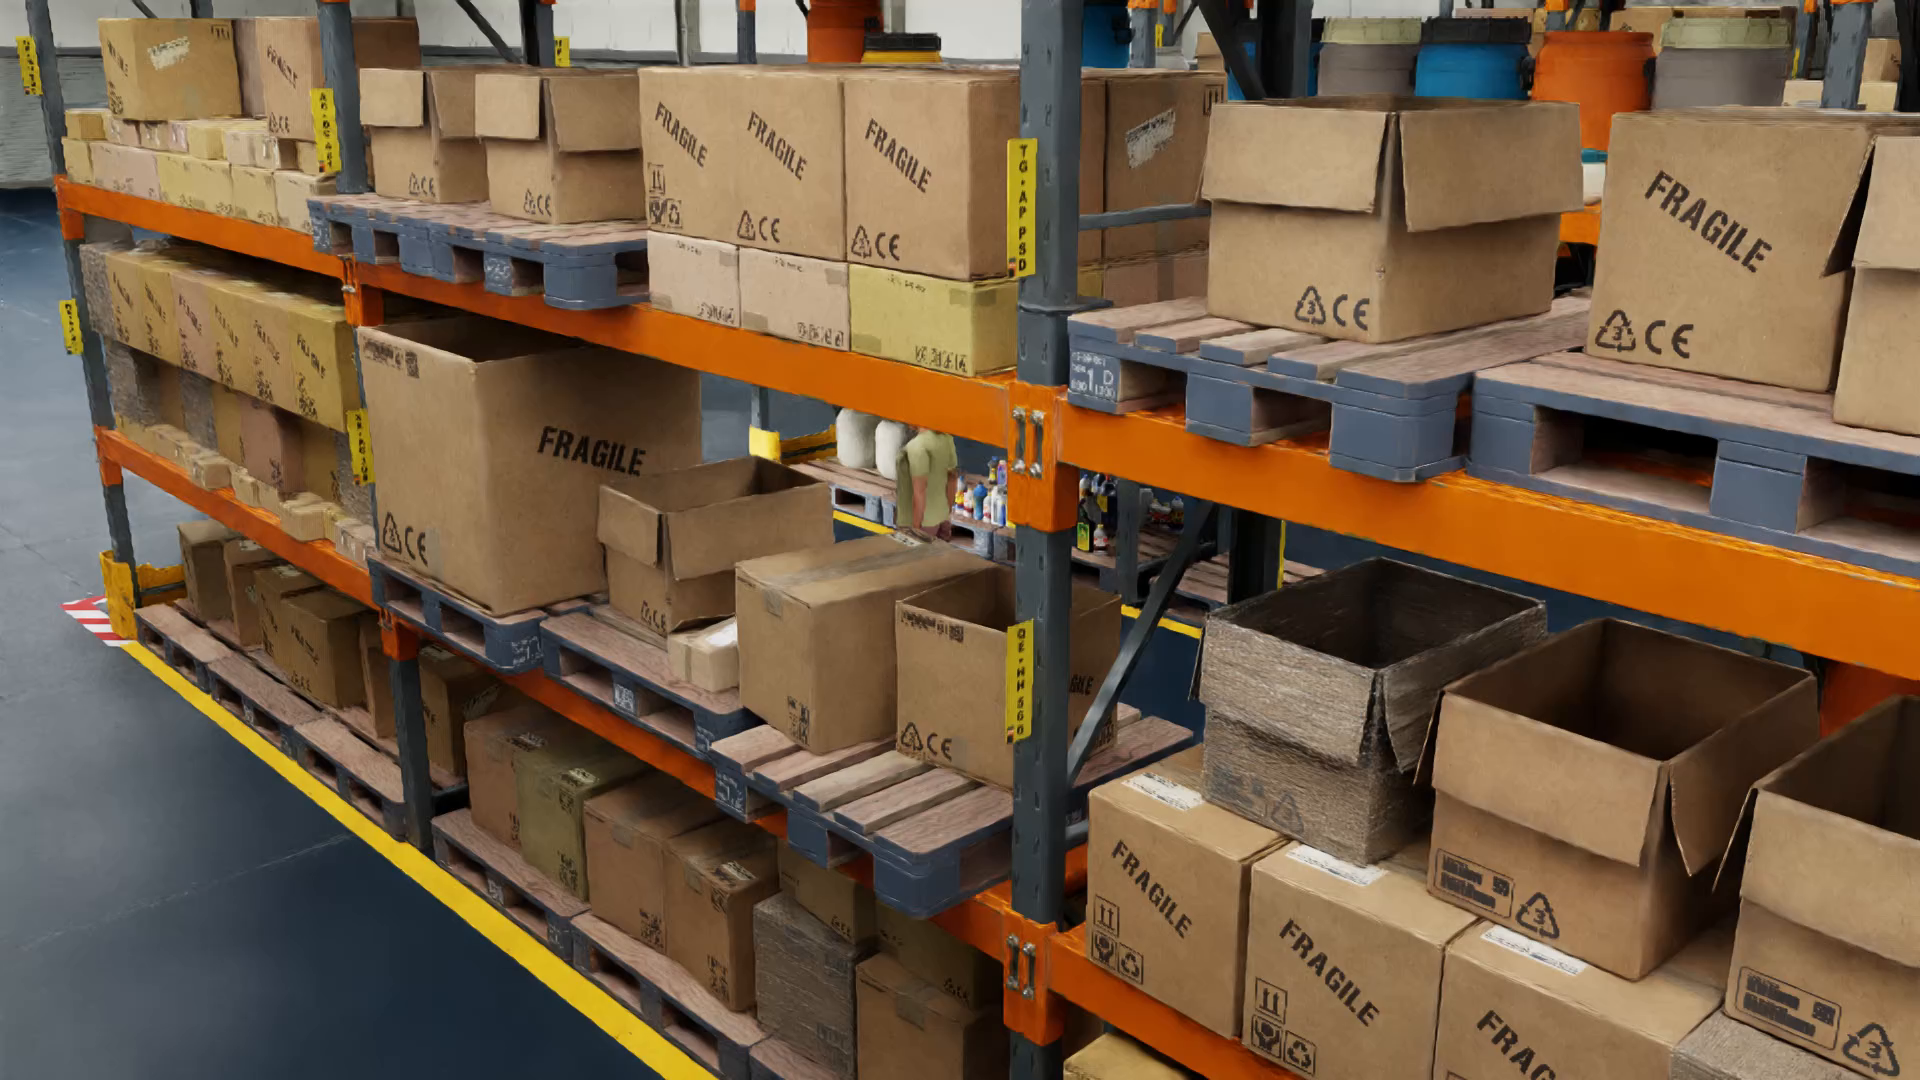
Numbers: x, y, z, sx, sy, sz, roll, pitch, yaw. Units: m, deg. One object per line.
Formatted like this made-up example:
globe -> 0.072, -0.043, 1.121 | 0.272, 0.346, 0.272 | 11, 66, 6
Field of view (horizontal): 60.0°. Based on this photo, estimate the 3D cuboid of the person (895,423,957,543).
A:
person -> -0.279, -0.072, 9.711 | 0.445, 1.674, 0.597 | 10, 20, 28
